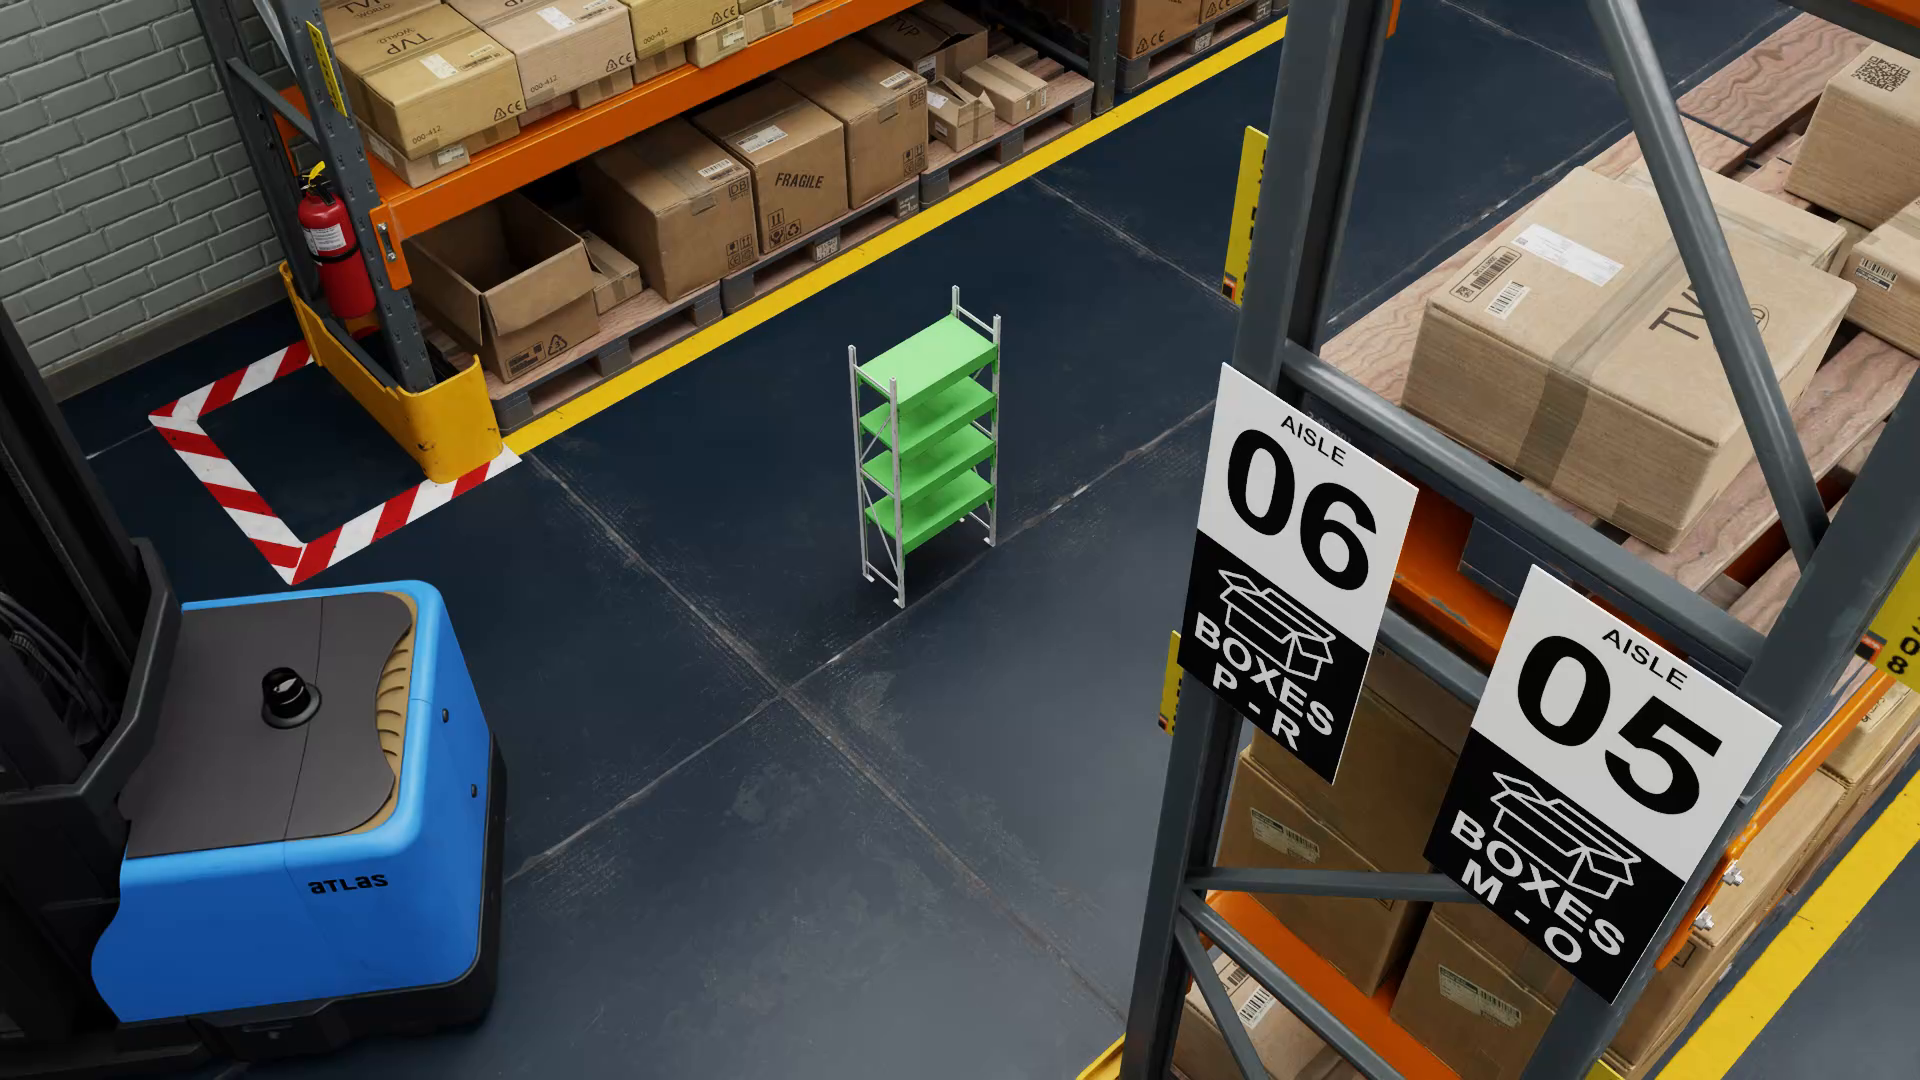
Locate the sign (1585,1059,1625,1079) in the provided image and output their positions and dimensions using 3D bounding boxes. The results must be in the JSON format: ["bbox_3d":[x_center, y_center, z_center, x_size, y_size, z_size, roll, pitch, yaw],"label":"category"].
[{"bbox_3d":[1.195,1.083,3.121,0.005,0.325,0.100,-34,56,-27],"label":"sign"}]

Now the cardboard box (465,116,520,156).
[{"bbox_3d":[-1.932,-1.678,6.482,0.250,0.149,0.380,-32,55,-26],"label":"cardboard box"}]

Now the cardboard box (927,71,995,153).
[{"bbox_3d":[-0.036,-2.180,8.349,0.258,0.266,0.396,-32,55,-26],"label":"cardboard box"}]

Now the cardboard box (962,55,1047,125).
[{"bbox_3d":[0.229,-2.317,8.554,0.250,0.149,0.380,-35,56,-28],"label":"cardboard box"}]

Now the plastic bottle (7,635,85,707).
[{"bbox_3d":[9.038,1.702,4.045,18.776,1.306,14.357,35,56,28],"label":"plastic bottle"}]

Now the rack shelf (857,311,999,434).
[{"bbox_3d":[-0.122,-0.607,5.981,0.480,0.148,0.258,-34,56,-27],"label":"rack shelf"}]

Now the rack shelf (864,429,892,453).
[{"bbox_3d":[-0.122,-0.464,6.136,0.442,0.029,0.199,-34,56,-27],"label":"rack shelf"}]

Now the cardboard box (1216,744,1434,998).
[{"bbox_3d":[1.004,0.682,4.065,0.500,0.500,0.500,-33,56,-27],"label":"cardboard box"}]

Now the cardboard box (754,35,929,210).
[{"bbox_3d":[-0.573,-2.059,8.078,0.500,0.500,0.700,-36,57,-28],"label":"cardboard box"}]

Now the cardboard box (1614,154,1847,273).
[{"bbox_3d":[1.354,-0.532,3.030,0.380,0.149,0.250,35,56,28],"label":"cardboard box"}]

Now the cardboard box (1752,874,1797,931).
[{"bbox_3d":[1.729,0.718,4.032,0.500,0.500,0.500,-35,56,-28],"label":"cardboard box"}]

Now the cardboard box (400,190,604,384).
[{"bbox_3d":[-2.000,-1.146,7.232,0.637,0.503,0.797,-36,57,-28],"label":"cardboard box"}]

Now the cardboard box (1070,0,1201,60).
[{"bbox_3d":[0.952,-2.988,8.935,0.500,0.500,0.500,-31,55,-26],"label":"cardboard box"}]

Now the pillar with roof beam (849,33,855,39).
[{"bbox_3d":[2.218,-3.416,3.832,0.400,9.000,9.100,-34,56,-27],"label":"pillar with roof beam"}]

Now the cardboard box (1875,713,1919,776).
[{"bbox_3d":[2.126,0.125,3.899,0.500,0.500,0.500,-34,56,-27],"label":"cardboard box"}]

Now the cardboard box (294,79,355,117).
[{"bbox_3d":[-2.452,-1.824,6.616,0.250,0.149,0.380,-34,56,-28],"label":"cardboard box"}]

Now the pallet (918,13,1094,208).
[{"bbox_3d":[-0.066,-2.292,8.775,1.213,0.211,1.003,-34,56,-27],"label":"pallet"}]

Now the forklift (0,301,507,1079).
[{"bbox_3d":[-0.030,2.095,2.936,8.374,2.843,6.586,-6,48,-5],"label":"forklift"}]

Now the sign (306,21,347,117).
[{"bbox_3d":[-2.151,-1.598,5.647,0.005,0.325,0.100,-34,56,-27],"label":"sign"}]

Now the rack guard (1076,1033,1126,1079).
[{"bbox_3d":[0.808,1.958,4.657,0.348,0.500,1.175,-34,56,-27],"label":"rack guard"}]

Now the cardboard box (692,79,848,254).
[{"bbox_3d":[-0.883,-1.753,7.795,0.500,0.500,0.500,-33,55,-27],"label":"cardboard box"}]

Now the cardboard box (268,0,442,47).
[{"bbox_3d":[-2.355,-2.021,6.527,0.500,0.250,0.500,-32,55,-26],"label":"cardboard box"}]

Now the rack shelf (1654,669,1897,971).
[{"bbox_3d":[5.639,2.539,1.888,4.000,1.870,10.987,-34,56,-27],"label":"rack shelf"}]

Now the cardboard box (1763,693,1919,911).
[{"bbox_3d":[1.750,0.384,3.660,0.500,0.500,0.500,-35,56,-28],"label":"cardboard box"}]

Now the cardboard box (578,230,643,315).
[{"bbox_3d":[-1.660,-1.214,7.537,0.250,0.149,0.380,-36,57,-28],"label":"cardboard box"}]

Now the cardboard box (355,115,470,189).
[{"bbox_3d":[-2.089,-1.527,6.342,0.250,0.149,0.380,-34,56,-27],"label":"cardboard box"}]

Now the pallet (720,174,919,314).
[{"bbox_3d":[-0.969,-1.686,8.215,1.213,0.211,1.003,-34,56,-27],"label":"pallet"}]

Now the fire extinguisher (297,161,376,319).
[{"bbox_3d":[-2.314,-1.122,6.104,0.183,0.674,0.296,-34,56,-27],"label":"fire extinguisher"}]

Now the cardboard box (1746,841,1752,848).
[{"bbox_3d":[1.275,0.480,3.129,0.250,0.149,0.380,-33,55,-26],"label":"cardboard box"}]

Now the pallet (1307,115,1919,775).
[{"bbox_3d":[1.368,-0.261,3.023,1.213,0.211,1.003,-34,56,-27],"label":"pallet"}]

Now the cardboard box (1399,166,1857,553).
[{"bbox_3d":[1.098,-0.316,2.761,0.500,0.250,0.500,34,56,27],"label":"cardboard box"}]

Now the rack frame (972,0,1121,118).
[{"bbox_3d":[0.443,-3.577,8.063,0.127,3.000,1.000,-34,56,-27],"label":"rack frame"}]

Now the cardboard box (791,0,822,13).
[{"bbox_3d":[-0.777,-2.443,7.188,0.250,0.149,0.380,-34,56,-27],"label":"cardboard box"}]

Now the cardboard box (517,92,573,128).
[{"bbox_3d":[-1.760,-1.827,6.619,0.250,0.149,0.380,-34,56,-28],"label":"cardboard box"}]

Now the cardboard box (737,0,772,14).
[{"bbox_3d":[-0.890,-2.493,6.962,0.500,0.250,0.500,-35,56,-28],"label":"cardboard box"}]

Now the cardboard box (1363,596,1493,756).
[{"bbox_3d":[0.956,0.219,3.371,0.250,0.149,0.380,-33,55,-27],"label":"cardboard box"}]

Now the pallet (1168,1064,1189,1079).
[{"bbox_3d":[1.365,1.606,5.178,1.213,0.211,1.003,-34,56,-27],"label":"pallet"}]

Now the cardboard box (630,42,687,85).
[{"bbox_3d":[-1.340,-2.053,6.827,0.250,0.149,0.380,-33,55,-27],"label":"cardboard box"}]

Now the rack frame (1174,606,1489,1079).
[{"bbox_3d":[0.823,1.096,3.751,0.053,2.616,0.949,-34,56,-27],"label":"rack frame"}]

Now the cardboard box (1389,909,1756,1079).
[{"bbox_3d":[1.374,0.983,3.787,0.500,0.500,0.500,-34,56,-27],"label":"cardboard box"}]

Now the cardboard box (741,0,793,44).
[{"bbox_3d":[-0.921,-2.278,7.035,0.250,0.149,0.380,-33,55,-26],"label":"cardboard box"}]

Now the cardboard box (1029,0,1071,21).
[{"bbox_3d":[0.904,-3.513,9.317,1.298,0.649,0.516,-32,55,-26],"label":"cardboard box"}]

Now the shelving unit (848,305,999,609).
[{"bbox_3d":[7.177,1.156,4.921,8.595,1.200,13.061,-34,56,-27],"label":"shelving unit"}]

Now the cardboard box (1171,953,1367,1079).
[{"bbox_3d":[1.247,1.444,4.888,0.875,0.438,0.875,-36,57,-28],"label":"cardboard box"}]

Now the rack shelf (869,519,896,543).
[{"bbox_3d":[-0.122,-0.138,6.489,0.442,0.029,0.199,-34,56,-27],"label":"rack shelf"}]

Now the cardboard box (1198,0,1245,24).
[{"bbox_3d":[1.340,-3.257,9.182,0.500,0.500,0.500,-34,56,-28],"label":"cardboard box"}]

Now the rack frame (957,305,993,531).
[{"bbox_3d":[0.058,-0.446,6.398,0.006,1.046,0.228,-34,56,-27],"label":"rack frame"}]

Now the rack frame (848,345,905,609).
[{"bbox_3d":[-0.303,-0.204,6.175,0.015,1.200,0.240,-34,56,-27],"label":"rack frame"}]

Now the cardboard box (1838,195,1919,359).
[{"bbox_3d":[1.785,-0.423,2.929,0.250,0.149,0.380,-32,55,-26],"label":"cardboard box"}]

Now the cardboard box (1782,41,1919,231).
[{"bbox_3d":[1.967,-0.778,3.146,0.500,0.311,0.500,-33,55,-27],"label":"cardboard box"}]

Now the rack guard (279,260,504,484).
[{"bbox_3d":[-2.460,-0.789,7.191,0.348,0.500,1.175,-34,56,-27],"label":"rack guard"}]

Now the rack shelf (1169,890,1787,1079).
[{"bbox_3d":[2.305,0.353,4.926,4.000,0.370,1.077,-34,56,-27],"label":"rack shelf"}]
